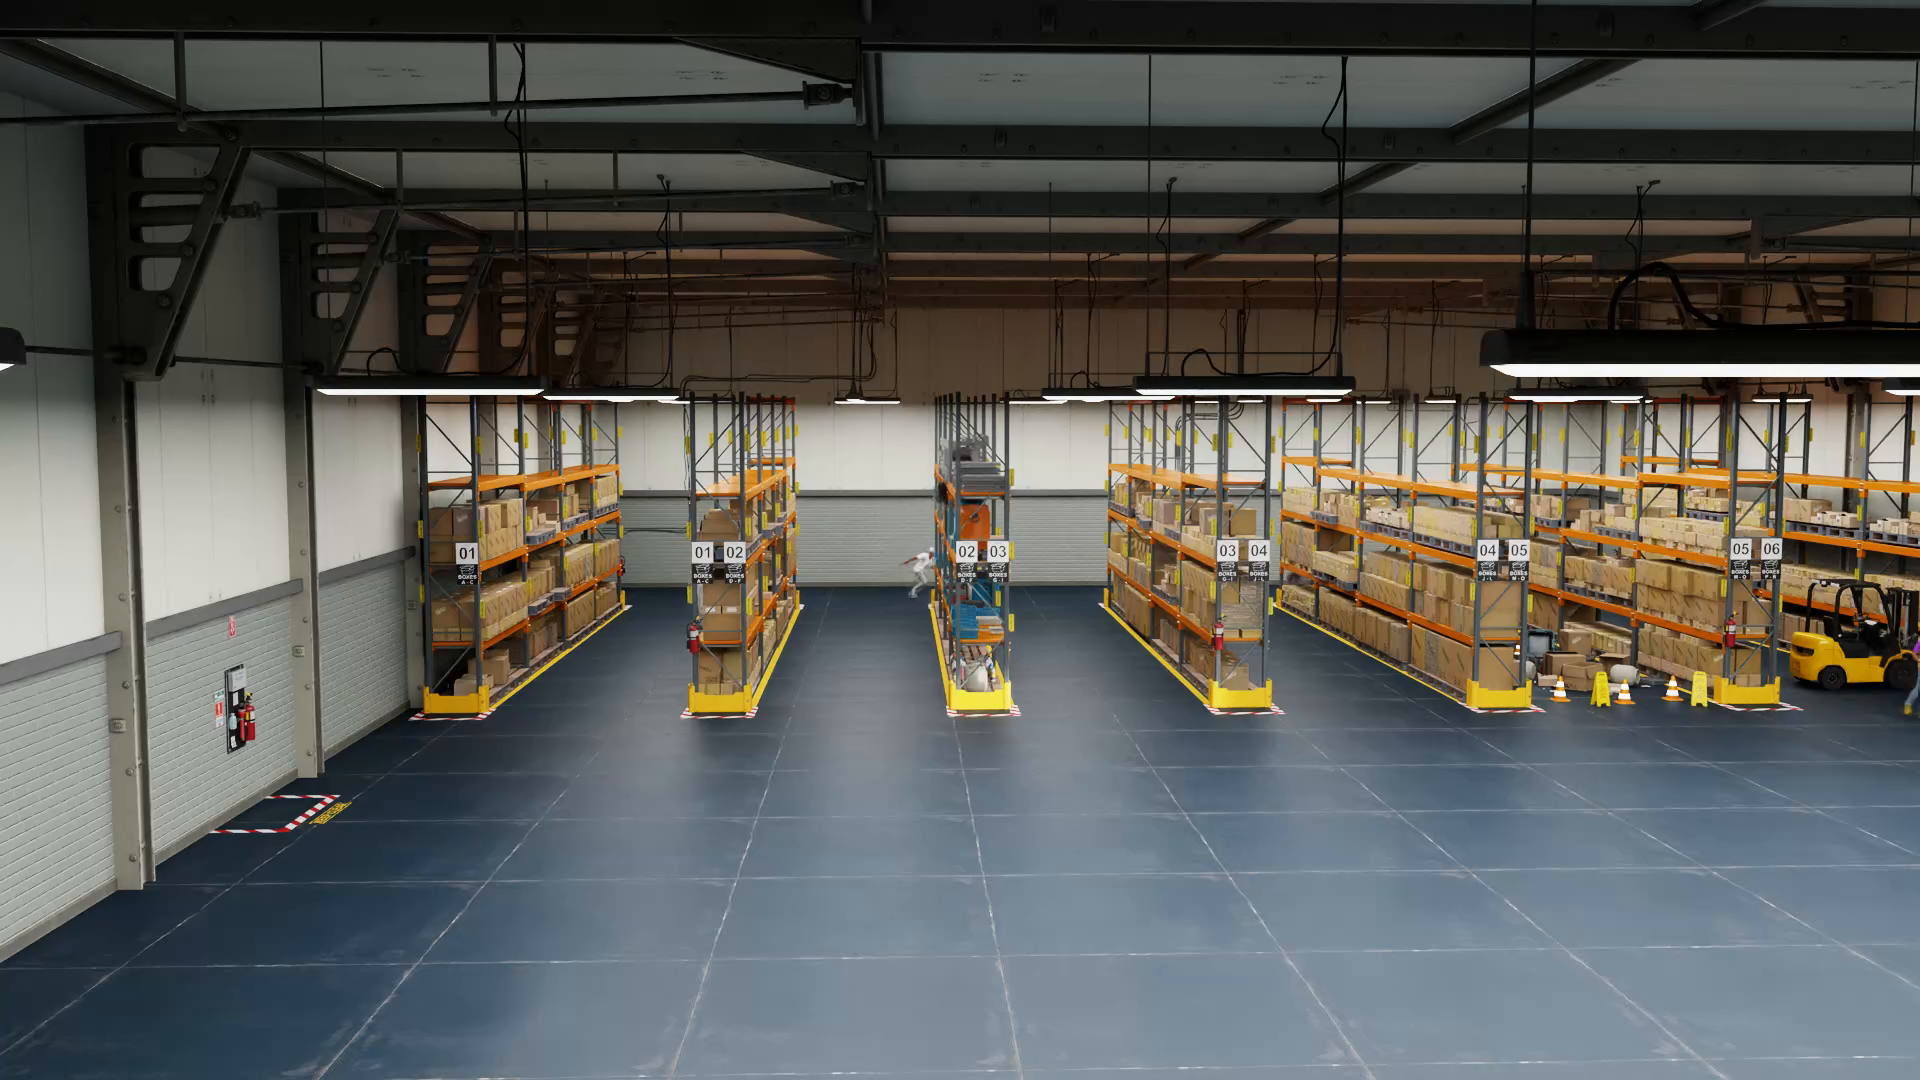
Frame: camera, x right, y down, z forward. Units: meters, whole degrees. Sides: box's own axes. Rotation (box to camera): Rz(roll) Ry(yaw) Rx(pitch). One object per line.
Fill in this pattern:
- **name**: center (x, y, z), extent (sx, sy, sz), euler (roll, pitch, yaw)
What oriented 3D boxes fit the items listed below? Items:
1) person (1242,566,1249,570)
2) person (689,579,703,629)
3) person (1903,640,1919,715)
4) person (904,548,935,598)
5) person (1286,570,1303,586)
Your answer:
- **person**: center (7.944, 1.155, 46.017), extent (0.667, 1.771, 0.744), euler (0, 5, 4)
- **person**: center (-6.613, 1.472, 42.744), extent (0.678, 1.672, 0.772), euler (-1, 5, -12)
- **person**: center (17.713, 2.381, 30.259), extent (0.742, 1.736, 1.087), euler (0, 5, -5)
- **person**: center (-1.094, 0.979, 49.594), extent (1.016, 1.513, 0.730), euler (2, 5, 24)
- **person**: center (9.933, 0.919, 49.263), extent (0.855, 1.701, 0.664), euler (-2, 5, -22)
